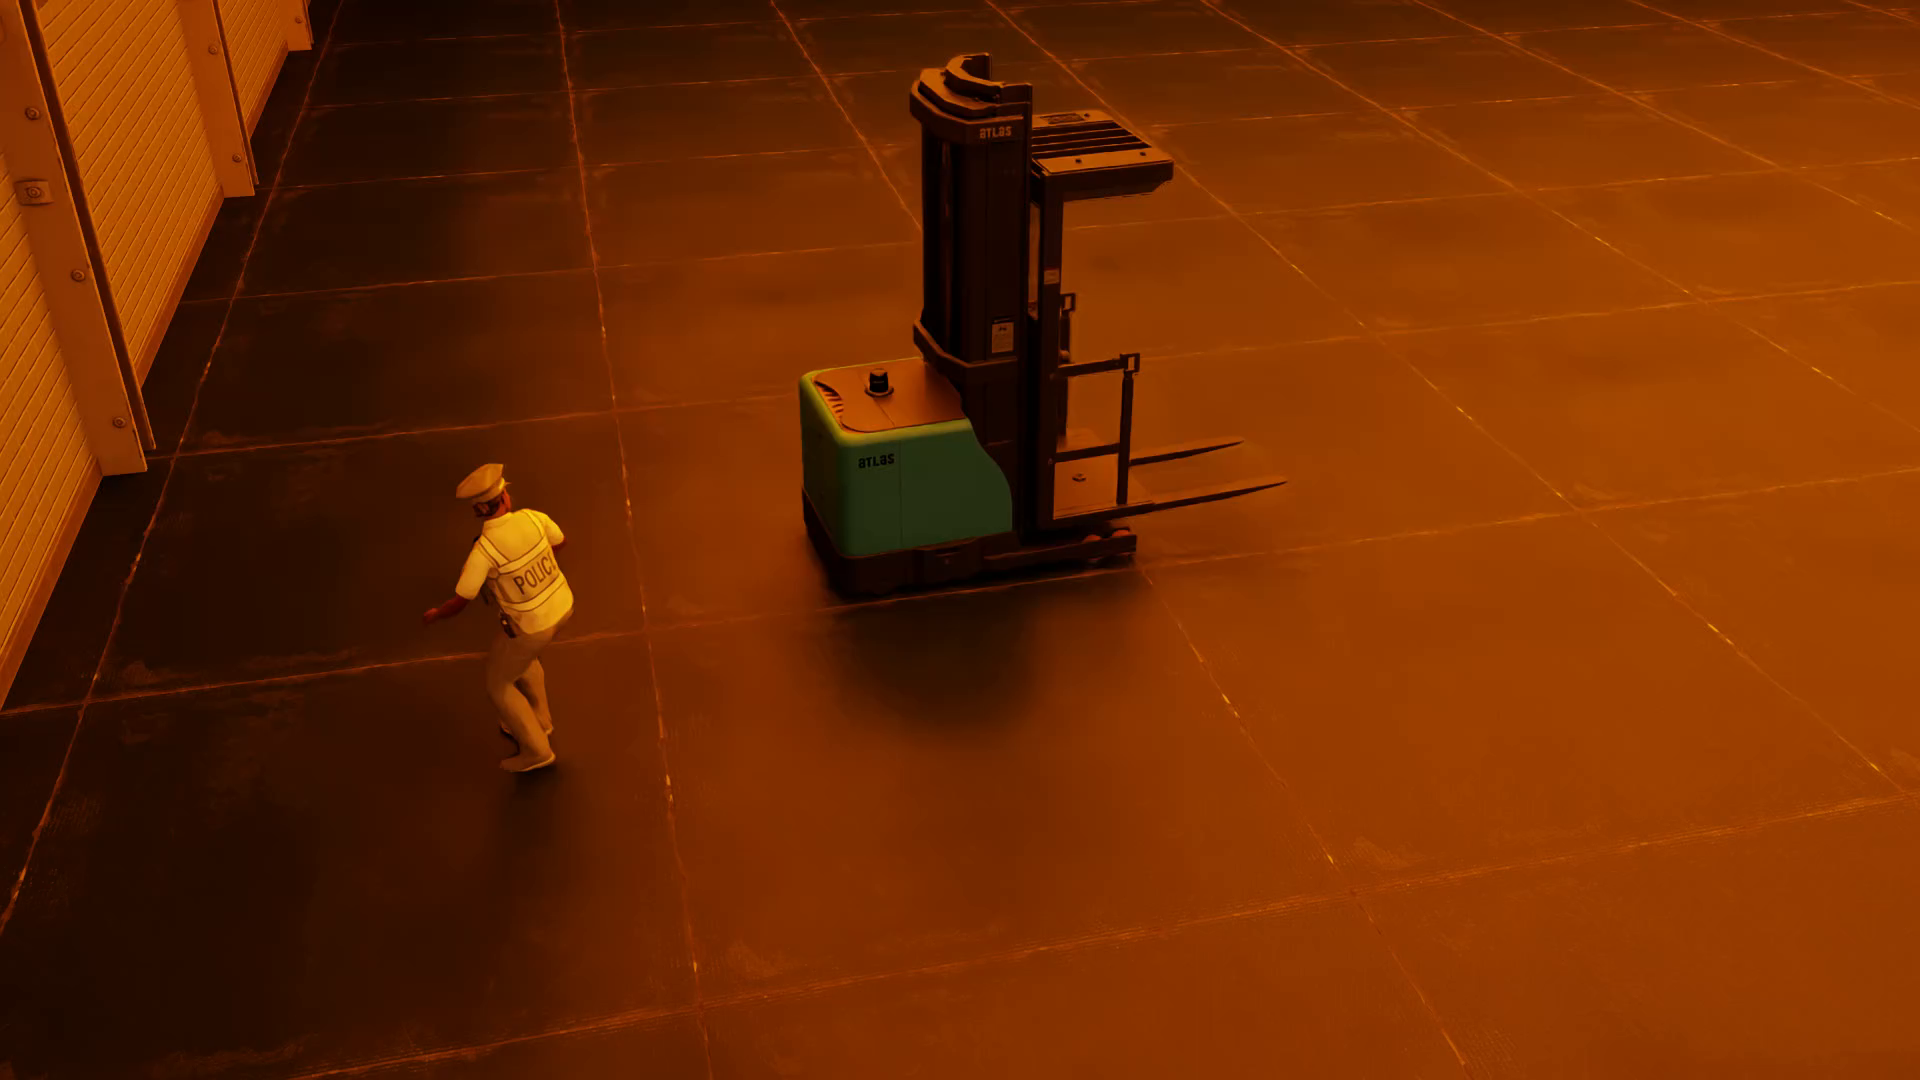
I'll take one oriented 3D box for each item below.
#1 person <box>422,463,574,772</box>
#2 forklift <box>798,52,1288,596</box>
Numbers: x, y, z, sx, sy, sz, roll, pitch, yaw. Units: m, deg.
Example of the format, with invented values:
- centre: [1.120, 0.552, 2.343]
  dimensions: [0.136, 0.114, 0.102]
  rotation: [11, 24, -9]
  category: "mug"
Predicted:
- centre: [-2.267, 0.374, 8.293]
  dimensions: [0.642, 1.626, 0.695]
  rotation: [12, 32, 20]
  category: "person"
- centre: [0.577, -1.372, 9.944]
  dimensions: [3.031, 2.935, 1.130]
  rotation: [-10, 31, -16]
  category: "forklift"
